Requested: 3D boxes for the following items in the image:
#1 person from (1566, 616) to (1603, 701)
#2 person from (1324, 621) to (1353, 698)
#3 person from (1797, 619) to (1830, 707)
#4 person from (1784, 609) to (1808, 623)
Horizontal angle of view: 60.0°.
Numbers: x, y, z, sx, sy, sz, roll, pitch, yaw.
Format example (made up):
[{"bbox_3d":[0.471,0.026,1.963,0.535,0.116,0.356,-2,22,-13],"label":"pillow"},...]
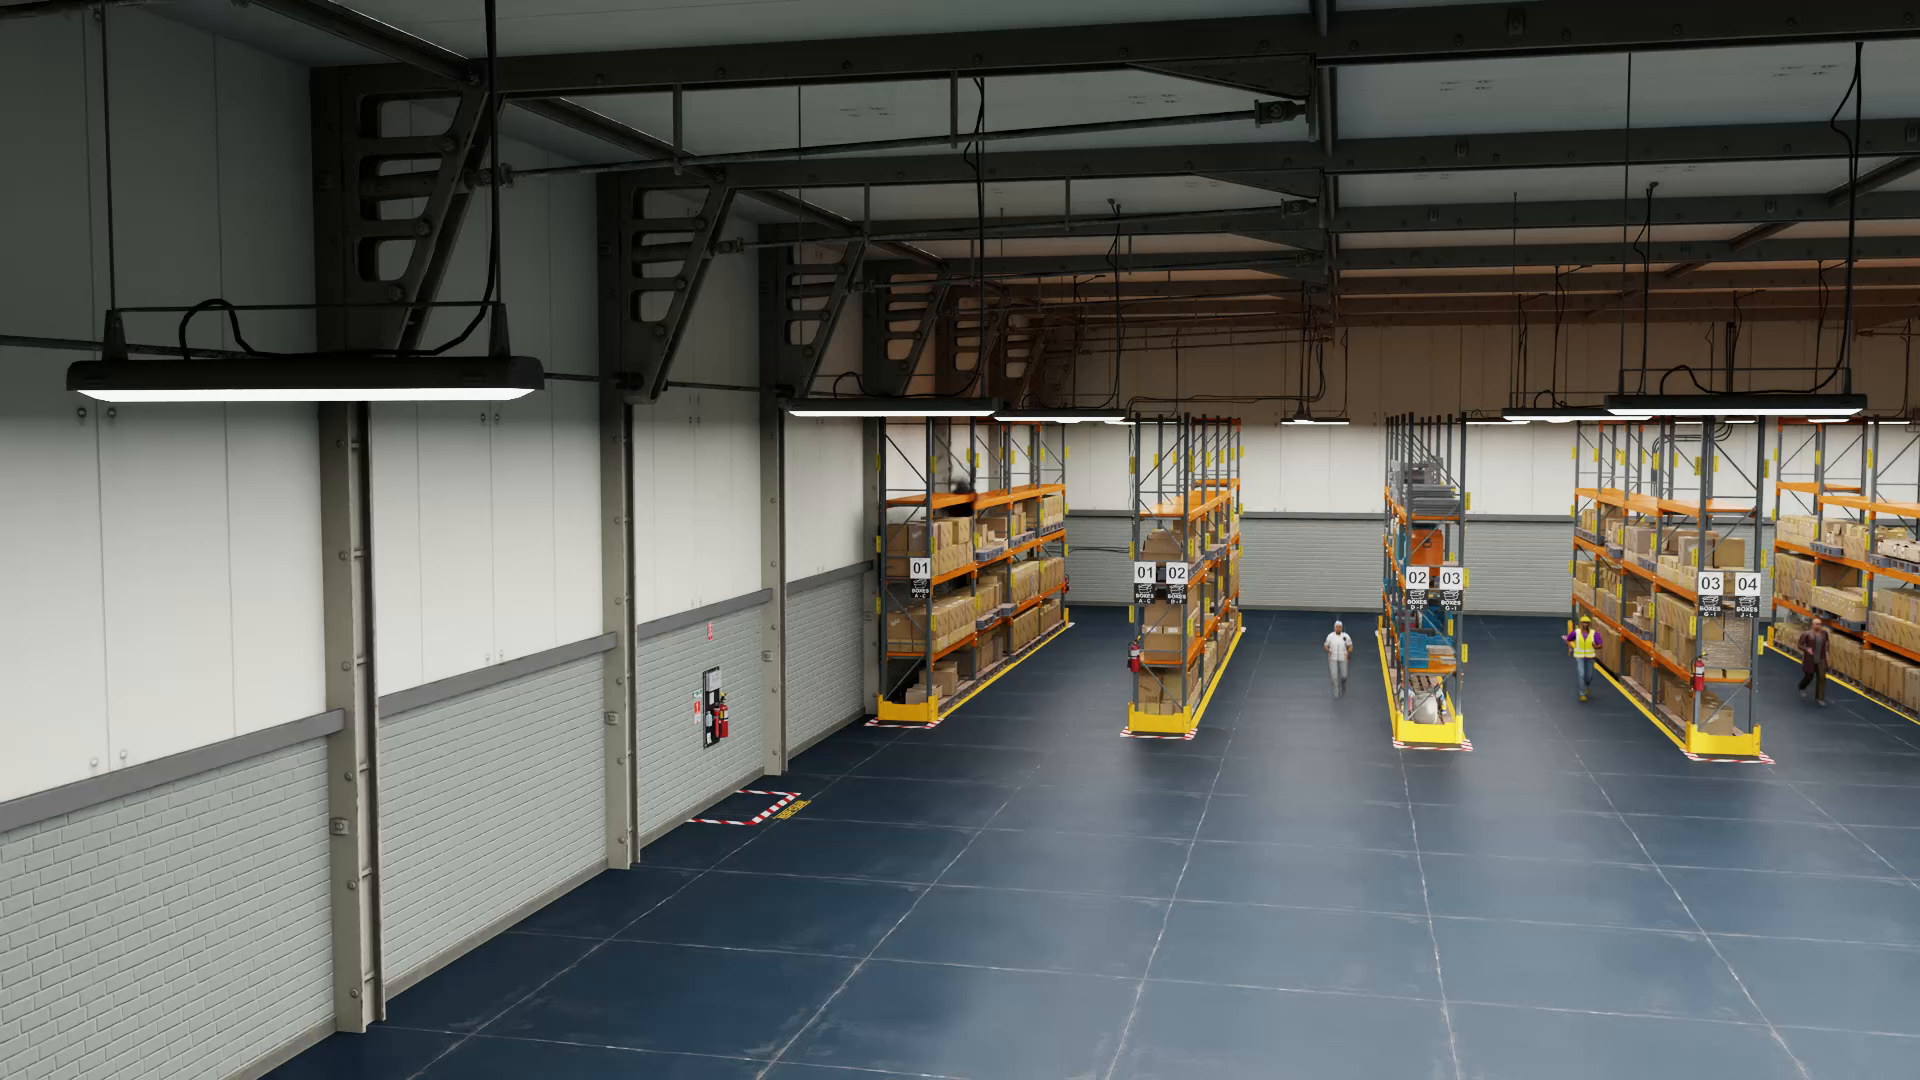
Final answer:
[{"bbox_3d":[13.108,2.470,34.902,0.710,1.747,0.968,1,4,13],"label":"person"},{"bbox_3d":[7.997,2.533,35.148,0.600,1.620,0.561,1,4,10],"label":"person"},{"bbox_3d":[17.689,2.499,34.464,0.690,1.771,1.042,1,4,8],"label":"person"},{"bbox_3d":[22.358,1.809,44.419,0.897,1.819,0.671,0,4,1],"label":"person"}]
